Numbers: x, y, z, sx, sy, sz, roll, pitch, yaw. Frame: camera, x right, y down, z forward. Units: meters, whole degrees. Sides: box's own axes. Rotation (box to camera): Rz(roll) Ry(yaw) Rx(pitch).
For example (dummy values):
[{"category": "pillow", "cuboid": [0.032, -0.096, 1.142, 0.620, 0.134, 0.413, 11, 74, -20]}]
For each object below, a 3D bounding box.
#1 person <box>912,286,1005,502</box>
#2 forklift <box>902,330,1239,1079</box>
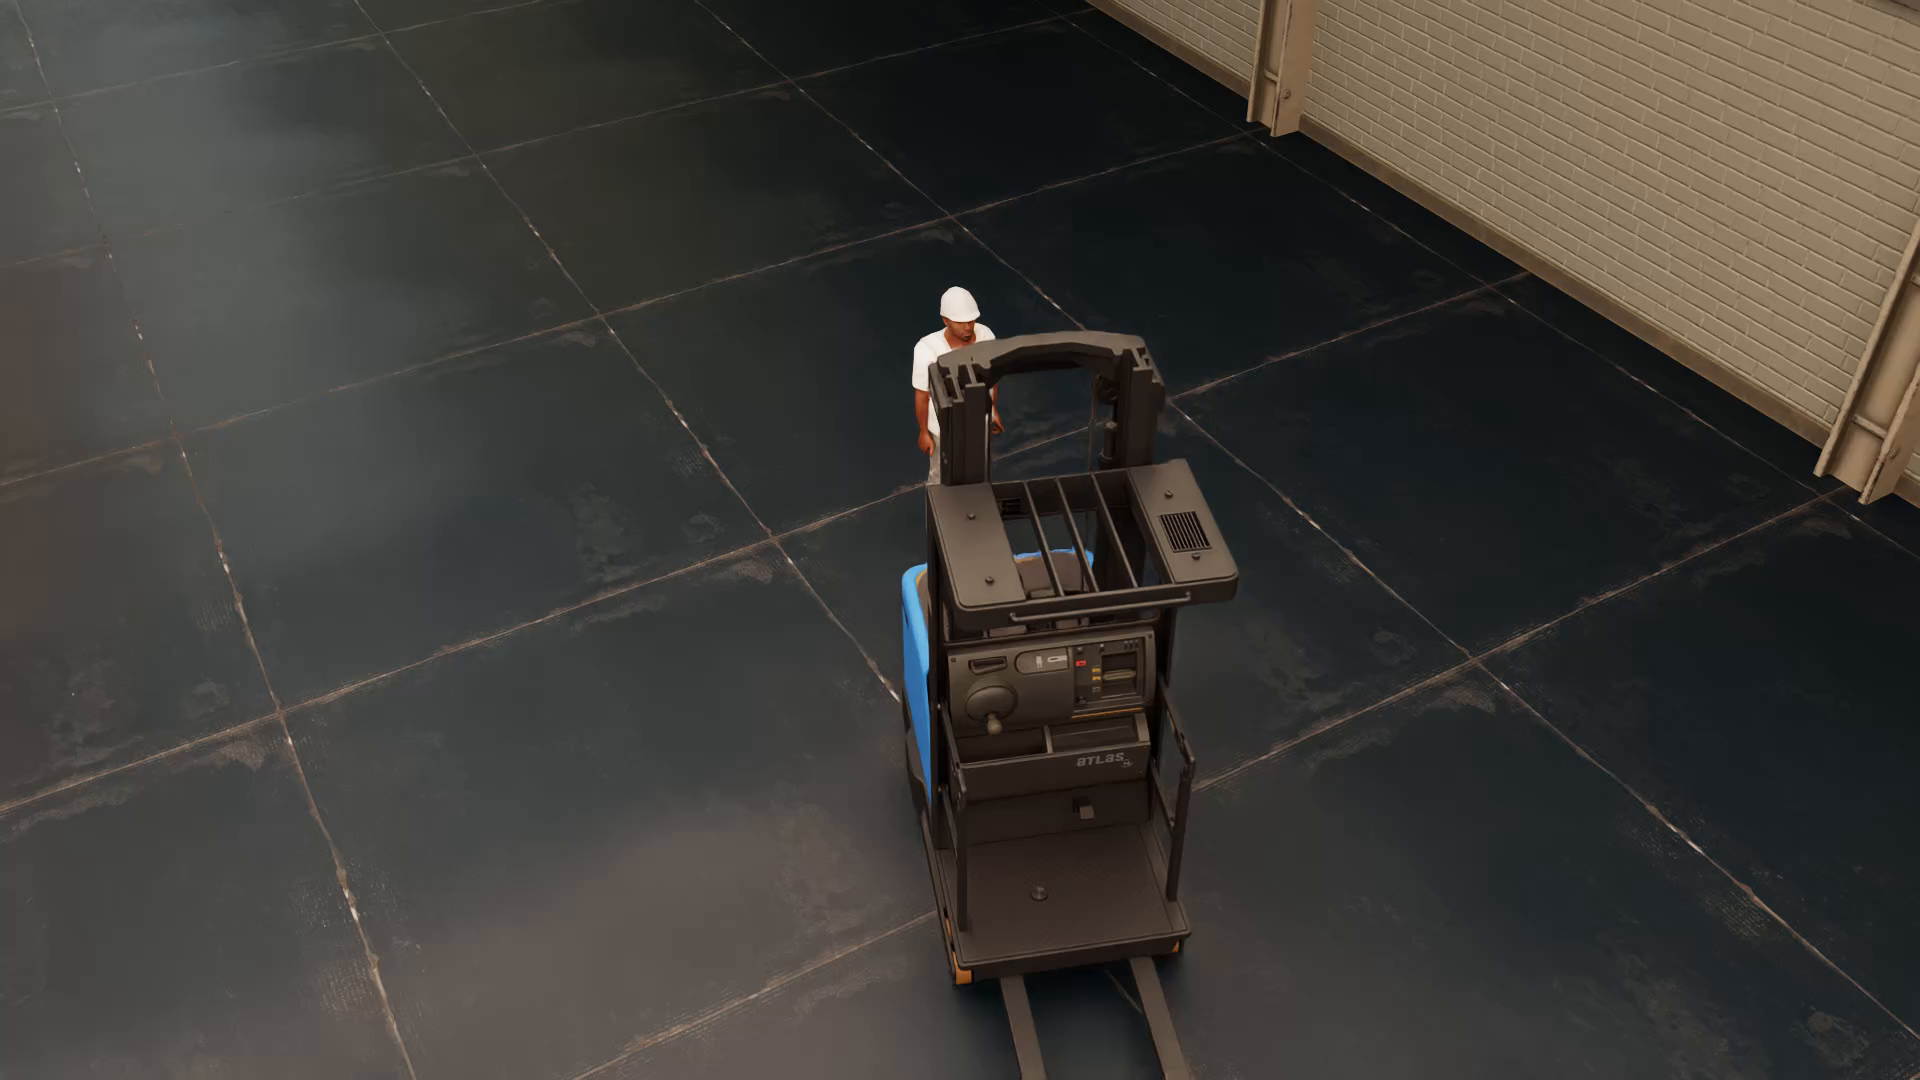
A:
[{"category": "person", "cuboid": [0.010, -0.681, 9.771, 0.556, 1.770, 0.388, -20, 44, -23]}, {"category": "forklift", "cuboid": [0.449, 0.703, 7.188, 1.130, 2.935, 3.031, -6, 40, -8]}]
